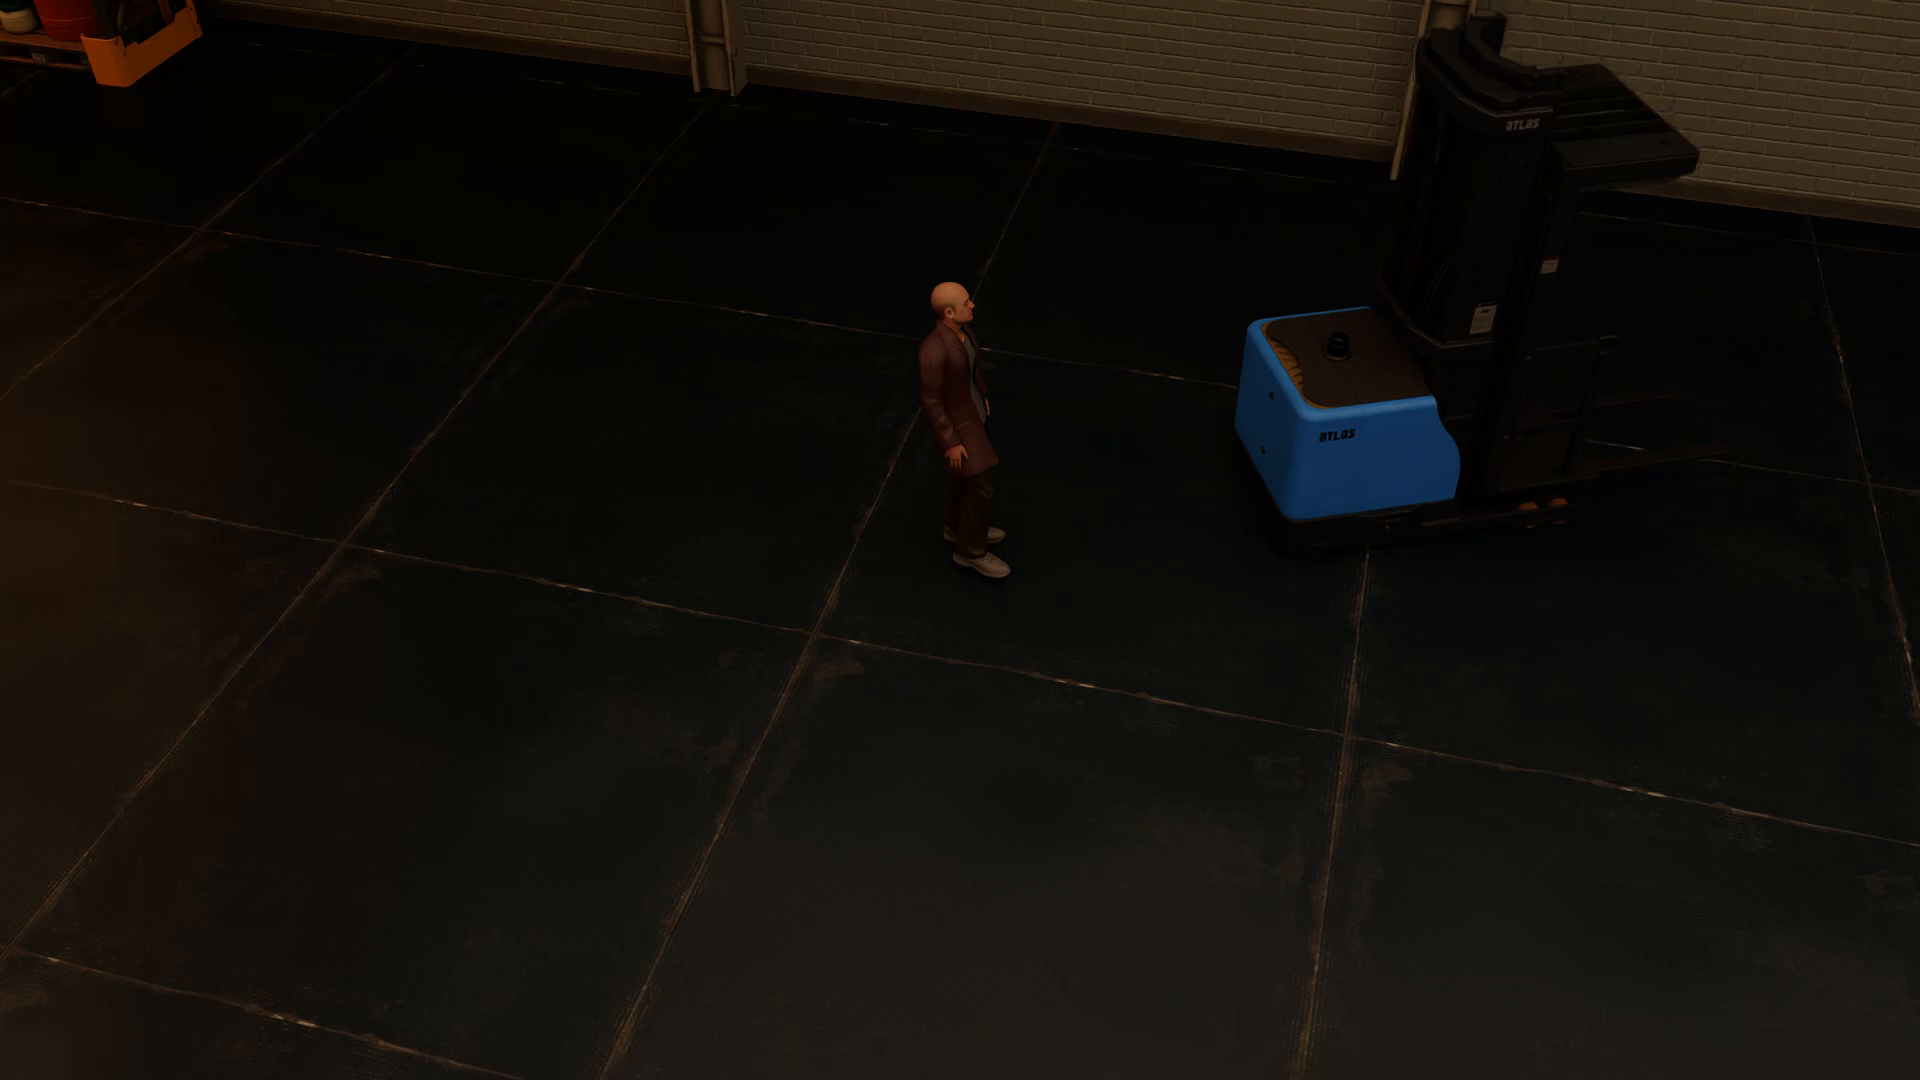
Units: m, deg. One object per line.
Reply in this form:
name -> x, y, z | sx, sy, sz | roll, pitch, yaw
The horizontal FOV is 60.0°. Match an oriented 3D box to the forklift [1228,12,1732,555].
forklift -> 3.276, -1.506, 9.579 | 3.031, 2.935, 1.130 | -8, 42, -9

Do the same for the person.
person -> 0.087, -0.655, 9.473 | 0.583, 1.774, 0.694 | 10, 42, 11
